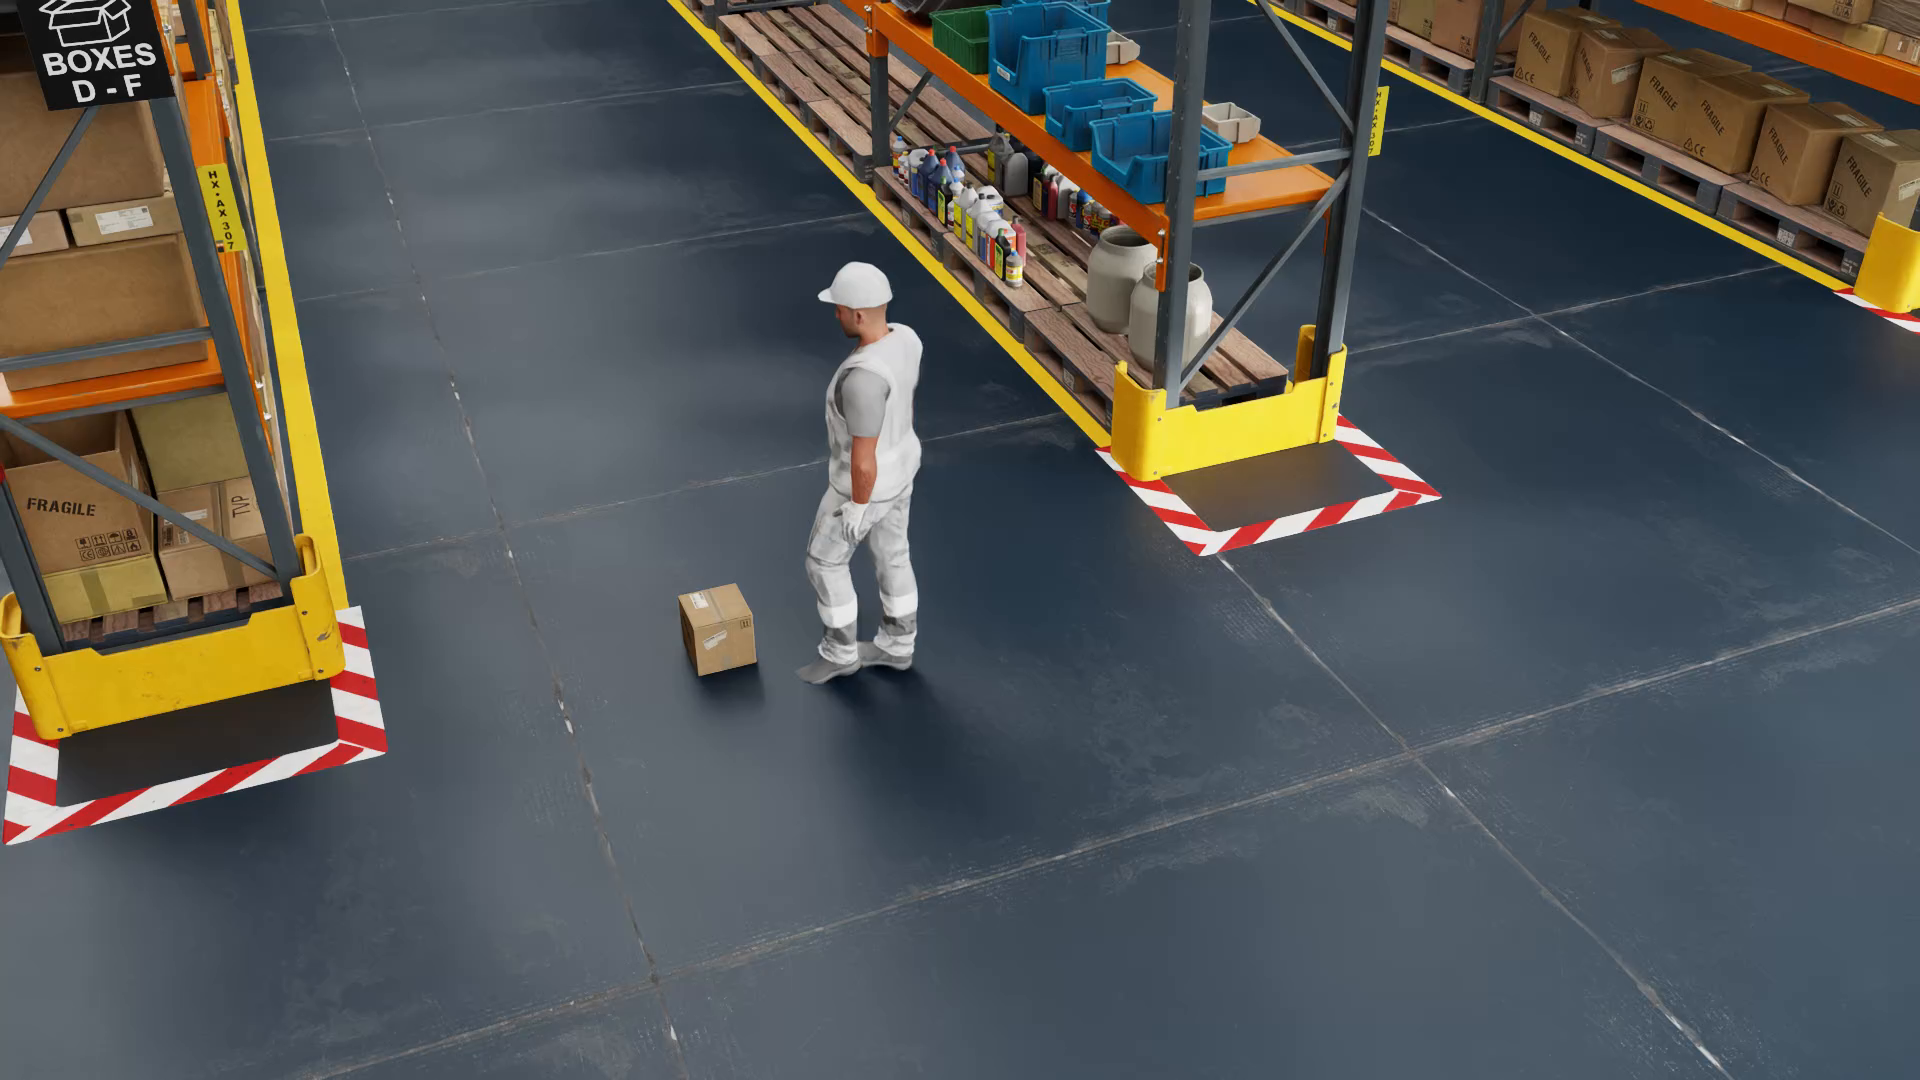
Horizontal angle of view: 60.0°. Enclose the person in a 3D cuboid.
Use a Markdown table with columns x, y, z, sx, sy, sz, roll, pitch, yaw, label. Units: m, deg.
| x | y | z | sx | sy | sz | roll | pitch | yaw | label |
| --- | --- | --- | --- | --- | --- | --- | --- | --- | --- |
| -0.394 | -0.233 | 6.498 | 0.471 | 1.831 | 0.571 | 13 | 35 | 20 | person |
